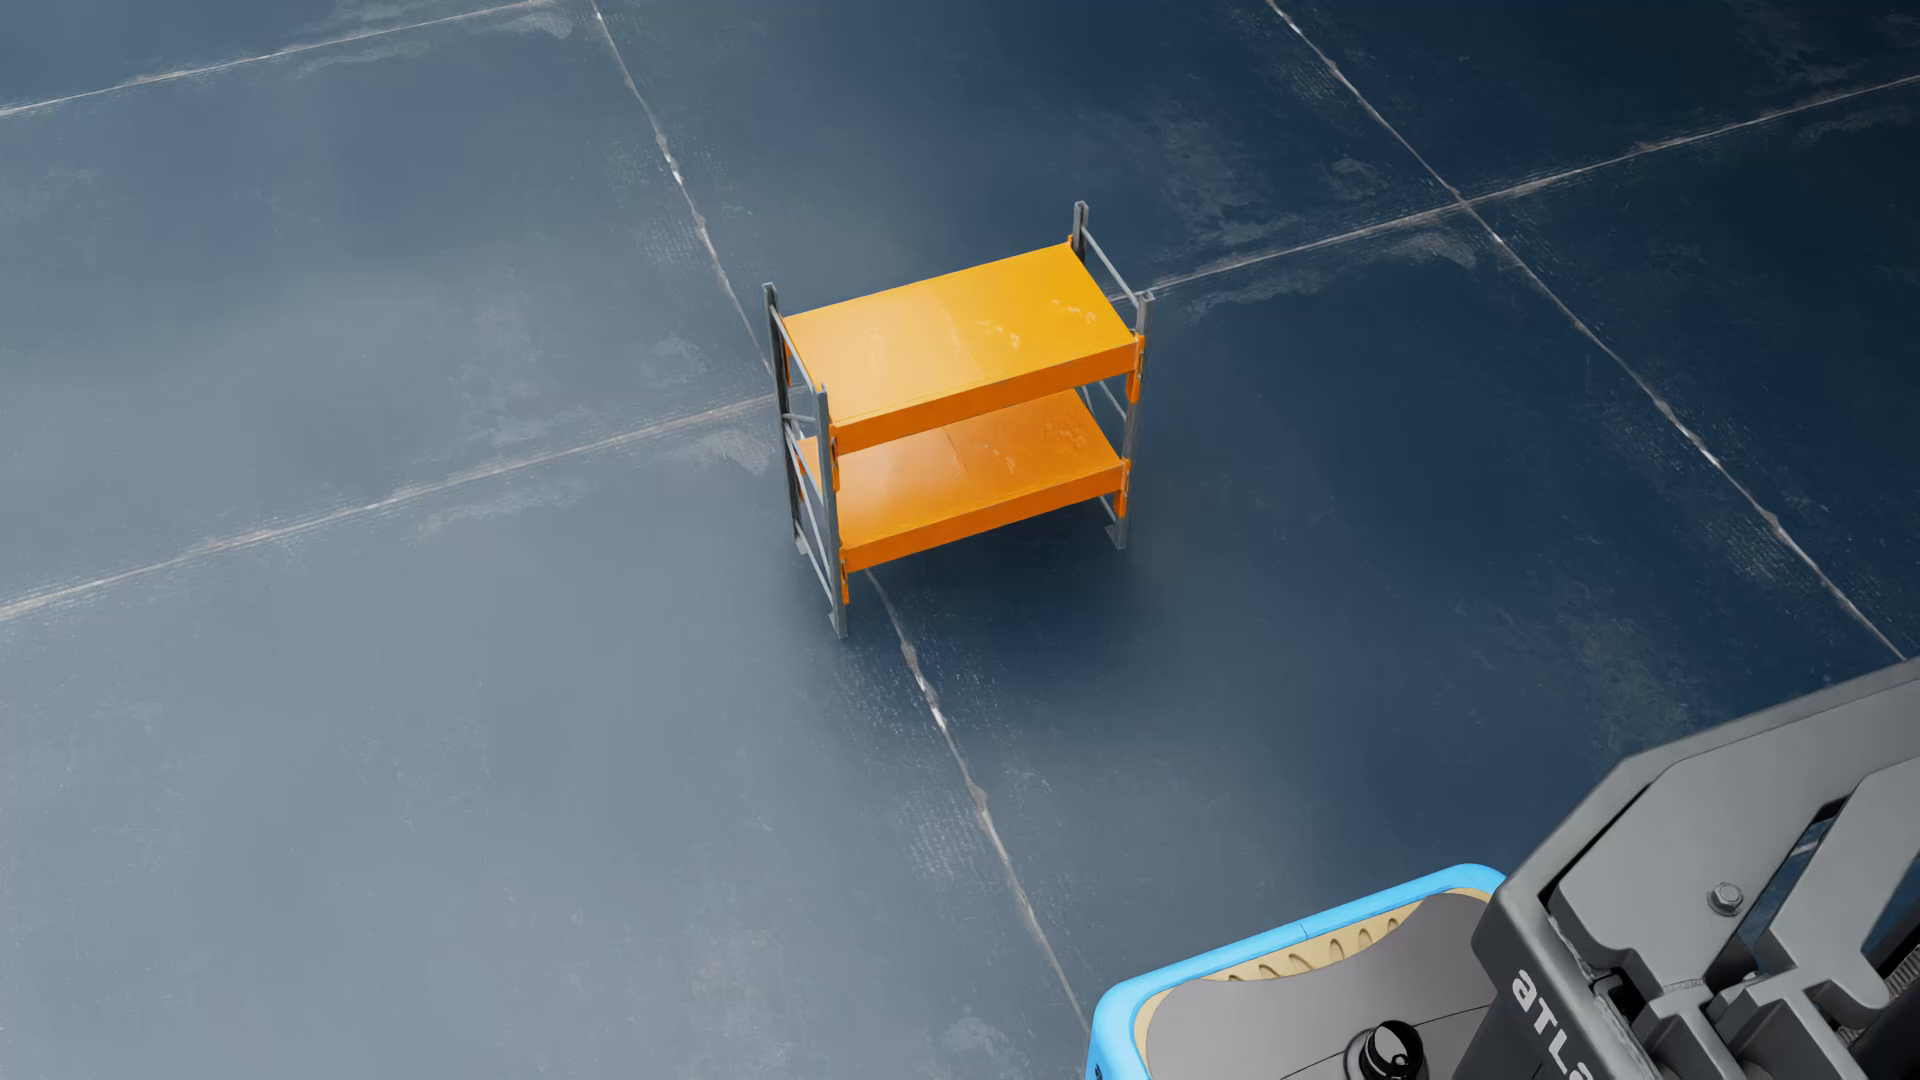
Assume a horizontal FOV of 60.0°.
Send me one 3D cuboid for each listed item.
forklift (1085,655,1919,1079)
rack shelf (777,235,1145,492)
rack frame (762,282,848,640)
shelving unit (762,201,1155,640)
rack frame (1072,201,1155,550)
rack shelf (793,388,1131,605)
[{"bbox_3d":[1.249,1.631,2.417,1.130,2.935,3.031,-16,51,-13],"label":"forklift"},{"bbox_3d":[-0.006,-0.555,5.100,1.000,0.278,0.538,-17,52,-14],"label":"rack shelf"},{"bbox_3d":[-0.477,-0.219,5.196,0.032,1.125,0.500,-17,52,-14],"label":"rack frame"},{"bbox_3d":[-0.006,-0.365,5.322,1.048,1.125,0.538,-17,52,-14],"label":"shelving unit"},{"bbox_3d":[0.464,-0.510,5.447,0.032,1.125,0.500,-17,52,-14],"label":"rack frame"},{"bbox_3d":[-0.006,-0.205,5.507,1.000,0.278,0.538,-17,52,-14],"label":"rack shelf"}]
